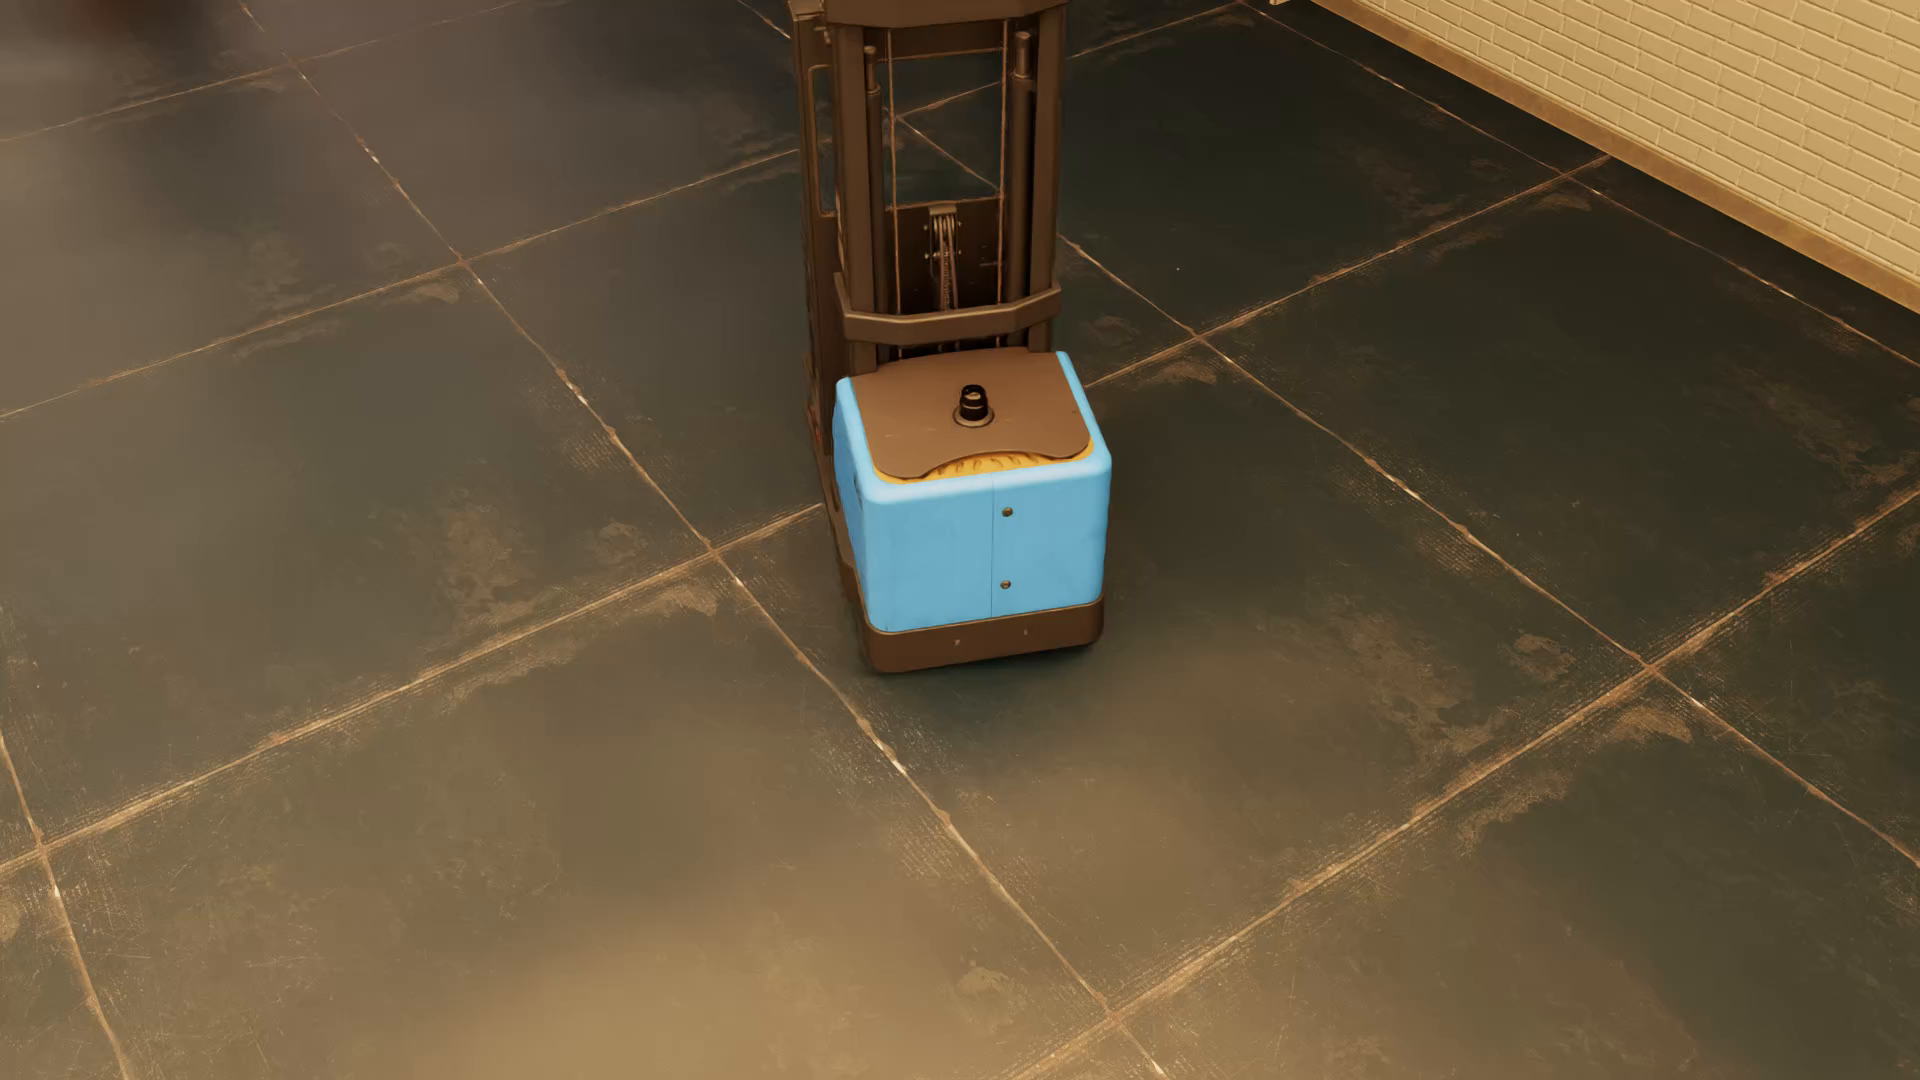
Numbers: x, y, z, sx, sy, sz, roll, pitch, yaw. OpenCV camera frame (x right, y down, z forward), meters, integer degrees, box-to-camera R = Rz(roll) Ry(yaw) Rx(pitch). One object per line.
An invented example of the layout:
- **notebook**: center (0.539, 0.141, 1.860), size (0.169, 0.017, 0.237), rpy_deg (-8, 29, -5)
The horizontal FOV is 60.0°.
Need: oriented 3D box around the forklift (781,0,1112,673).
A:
- **forklift**: center (-0.172, -1.516, 7.360), size (1.130, 2.935, 3.031), rpy_deg (-8, 43, -9)
